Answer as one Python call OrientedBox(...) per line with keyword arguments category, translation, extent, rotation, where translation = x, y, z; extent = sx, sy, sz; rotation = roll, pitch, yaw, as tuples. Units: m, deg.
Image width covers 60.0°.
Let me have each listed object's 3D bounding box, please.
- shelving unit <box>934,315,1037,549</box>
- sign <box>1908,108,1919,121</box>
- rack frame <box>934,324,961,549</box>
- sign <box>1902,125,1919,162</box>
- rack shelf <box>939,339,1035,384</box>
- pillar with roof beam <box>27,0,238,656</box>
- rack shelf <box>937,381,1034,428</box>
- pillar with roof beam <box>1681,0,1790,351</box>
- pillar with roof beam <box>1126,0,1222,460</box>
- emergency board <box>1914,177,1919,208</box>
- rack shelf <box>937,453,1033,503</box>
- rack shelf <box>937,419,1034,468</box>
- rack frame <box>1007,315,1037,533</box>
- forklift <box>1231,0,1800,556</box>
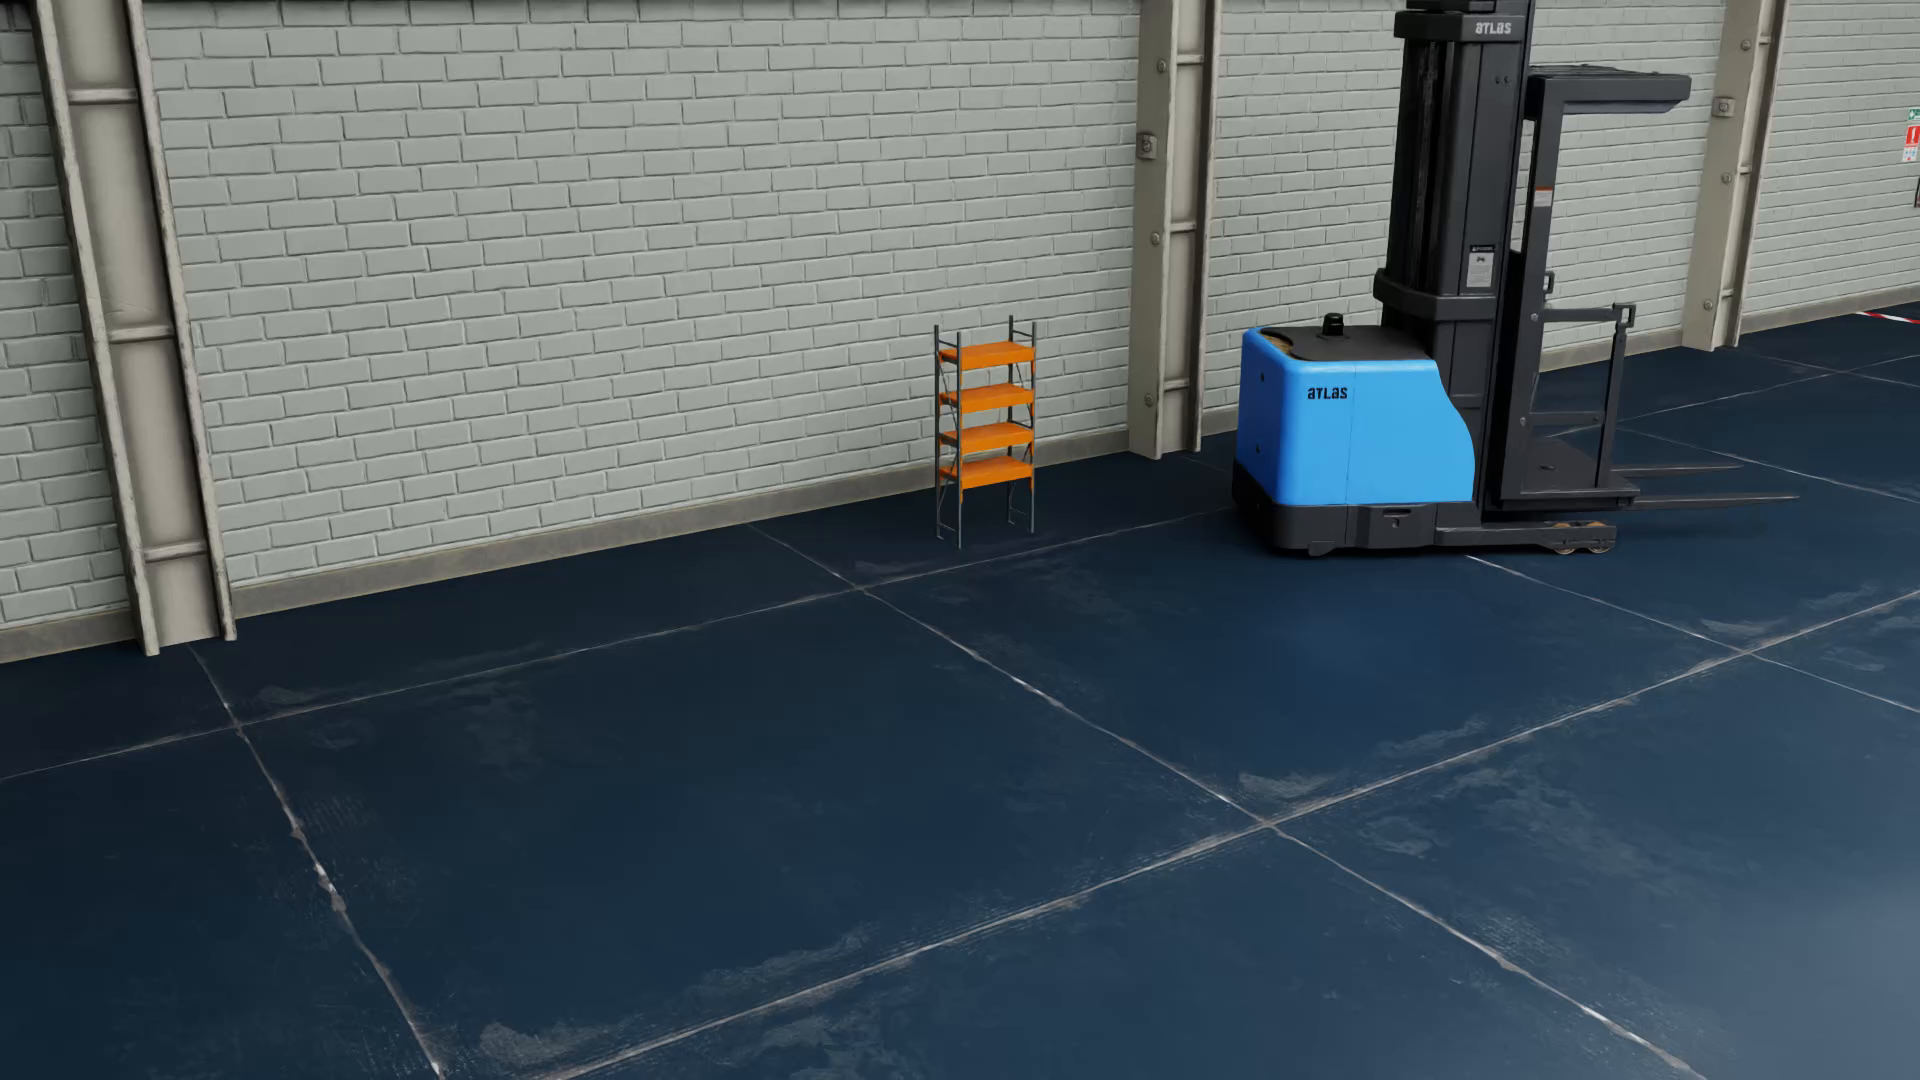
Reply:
OrientedBox(category="shelving unit", translation=(0.138, -0.598, 9.139), extent=(0.503, 1.200, 0.258), rotation=(-12, 22, -31))
OrientedBox(category="sign", translation=(8.772, -3.902, 15.221), extent=(0.331, 0.109, 0.001), rotation=(-12, 22, -31))
OrientedBox(category="rack frame", translation=(-0.066, -0.555, 9.012), extent=(0.015, 1.200, 0.240), rotation=(-12, 22, -31))
OrientedBox(category="sign", translation=(8.764, -3.653, 15.310), extent=(0.234, 0.329, 0.001), rotation=(-12, 22, -31))
OrientedBox(category="rack shelf", translation=(0.138, -0.970, 9.013), extent=(0.480, 0.148, 0.258), rotation=(-12, 22, -31))
OrientedBox(category="pillar with roof beam", translation=(-1.299, -2.651, 3.035), extent=(0.400, 9.000, 9.100), rotation=(-12, 22, -31))
OrientedBox(category="rack shelf", translation=(0.138, -0.746, 9.089), extent=(0.480, 0.148, 0.258), rotation=(-12, 22, -31))
OrientedBox(category="pillar with roof beam", translation=(8.724, -4.764, 9.287), extent=(0.400, 9.000, 9.100), rotation=(-12, 22, -31))
OrientedBox(category="pillar with roof beam", translation=(3.713, -3.708, 6.161), extent=(0.400, 9.000, 9.100), rotation=(-12, 22, -31))
OrientedBox(category="emergency board", translation=(9.265, -3.709, 15.532), extent=(0.626, 1.169, 0.157), rotation=(-12, 22, -31))
OrientedBox(category="rack shelf", translation=(0.138, -0.346, 9.224), extent=(0.480, 0.148, 0.258), rotation=(-12, 22, -31))
OrientedBox(category="rack shelf", translation=(0.138, -0.534, 9.160), extent=(0.480, 0.148, 0.258), rotation=(-12, 22, -31))
OrientedBox(category="rack frame", translation=(0.342, -0.641, 9.266), extent=(0.015, 1.200, 0.240), rotation=(-12, 22, -31))
OrientedBox(category="forklift", translation=(3.141, -1.479, 9.043), extent=(3.031, 2.935, 1.130), rotation=(-2, 19, -5))
